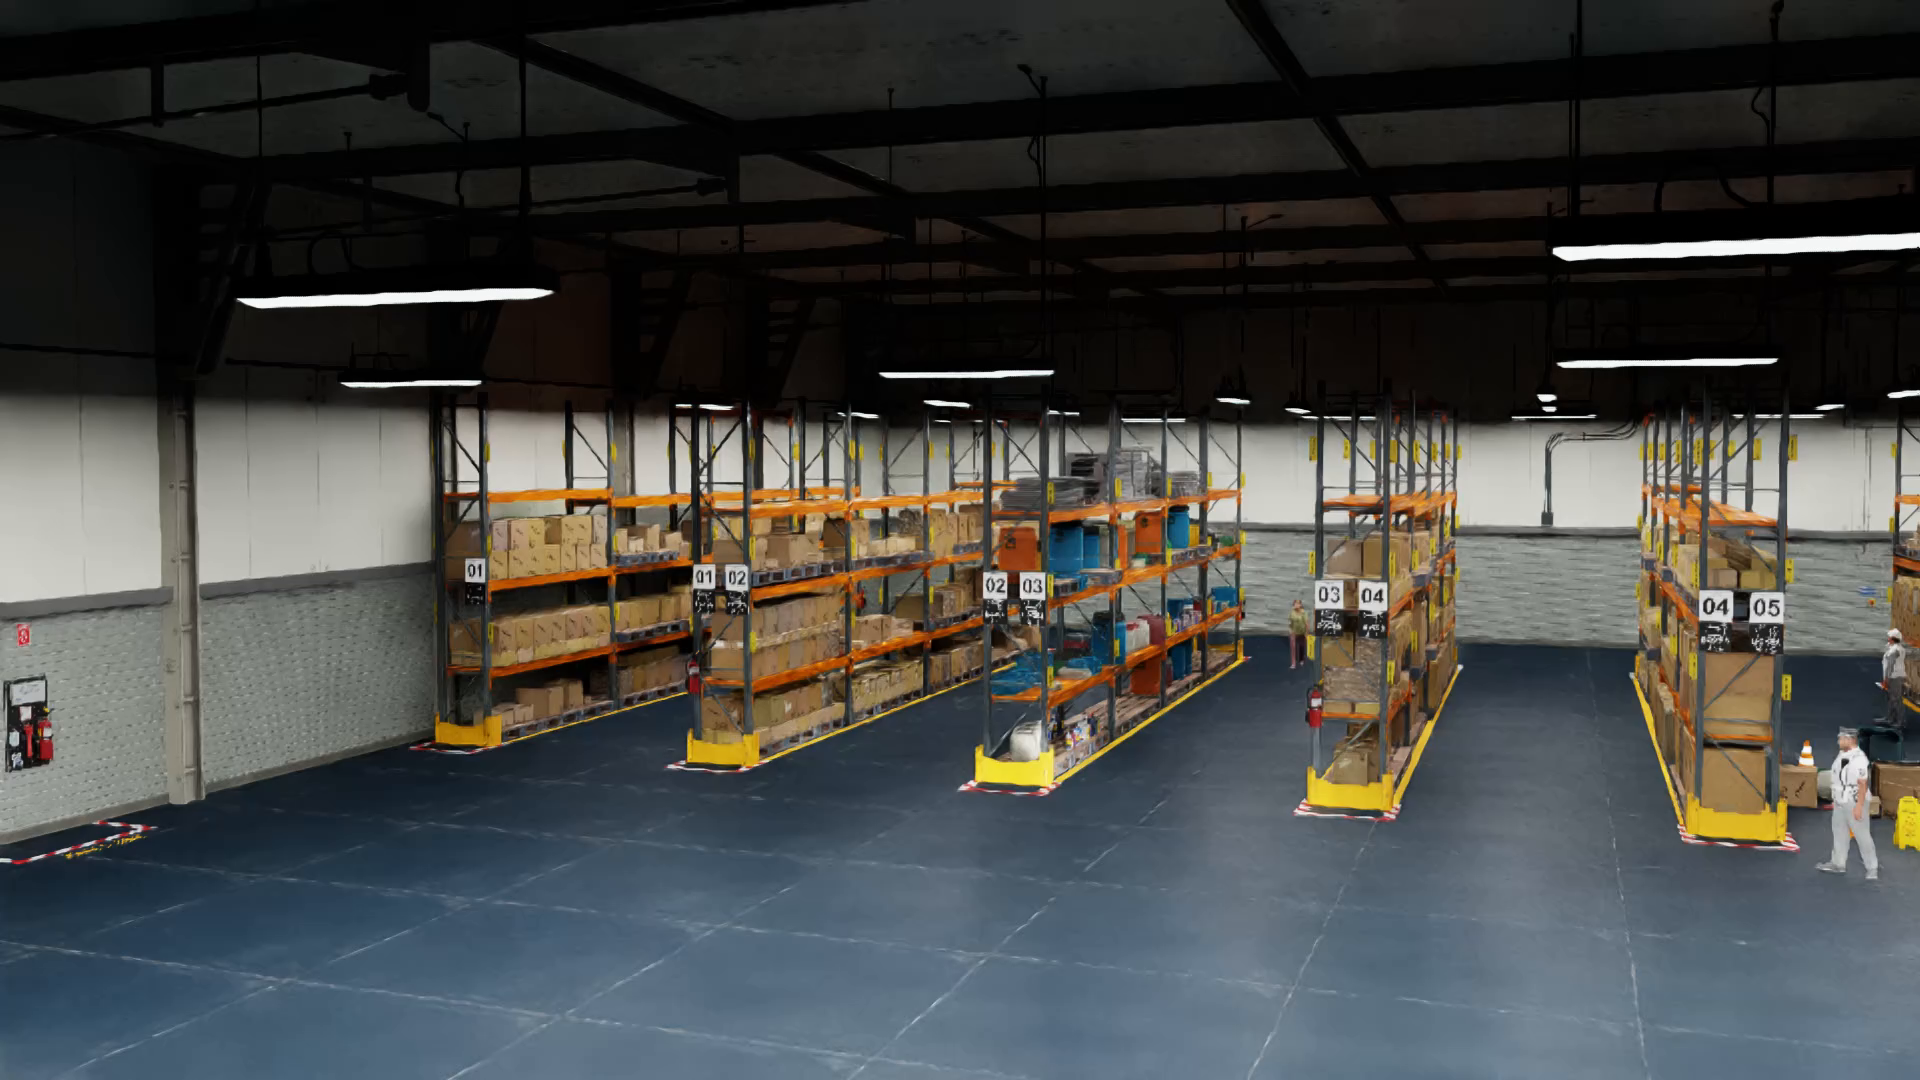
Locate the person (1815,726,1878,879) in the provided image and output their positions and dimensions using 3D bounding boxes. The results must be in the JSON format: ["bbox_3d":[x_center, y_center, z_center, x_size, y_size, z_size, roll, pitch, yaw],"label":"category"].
[{"bbox_3d":[10.514,3.084,19.618,0.553,1.748,0.675,0,3,3],"label":"person"}]

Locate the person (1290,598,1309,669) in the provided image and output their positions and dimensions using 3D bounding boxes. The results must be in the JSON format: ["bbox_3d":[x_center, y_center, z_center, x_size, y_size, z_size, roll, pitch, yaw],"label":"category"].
[{"bbox_3d":[7.814,2.151,38.336,0.458,1.612,1.019,1,3,19],"label":"person"}]

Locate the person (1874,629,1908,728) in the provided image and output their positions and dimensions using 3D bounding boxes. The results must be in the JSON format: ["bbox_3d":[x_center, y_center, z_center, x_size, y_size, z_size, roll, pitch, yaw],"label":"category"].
[{"bbox_3d":[16.948,2.494,30.233,0.590,1.768,0.634,2,4,39],"label":"person"}]
